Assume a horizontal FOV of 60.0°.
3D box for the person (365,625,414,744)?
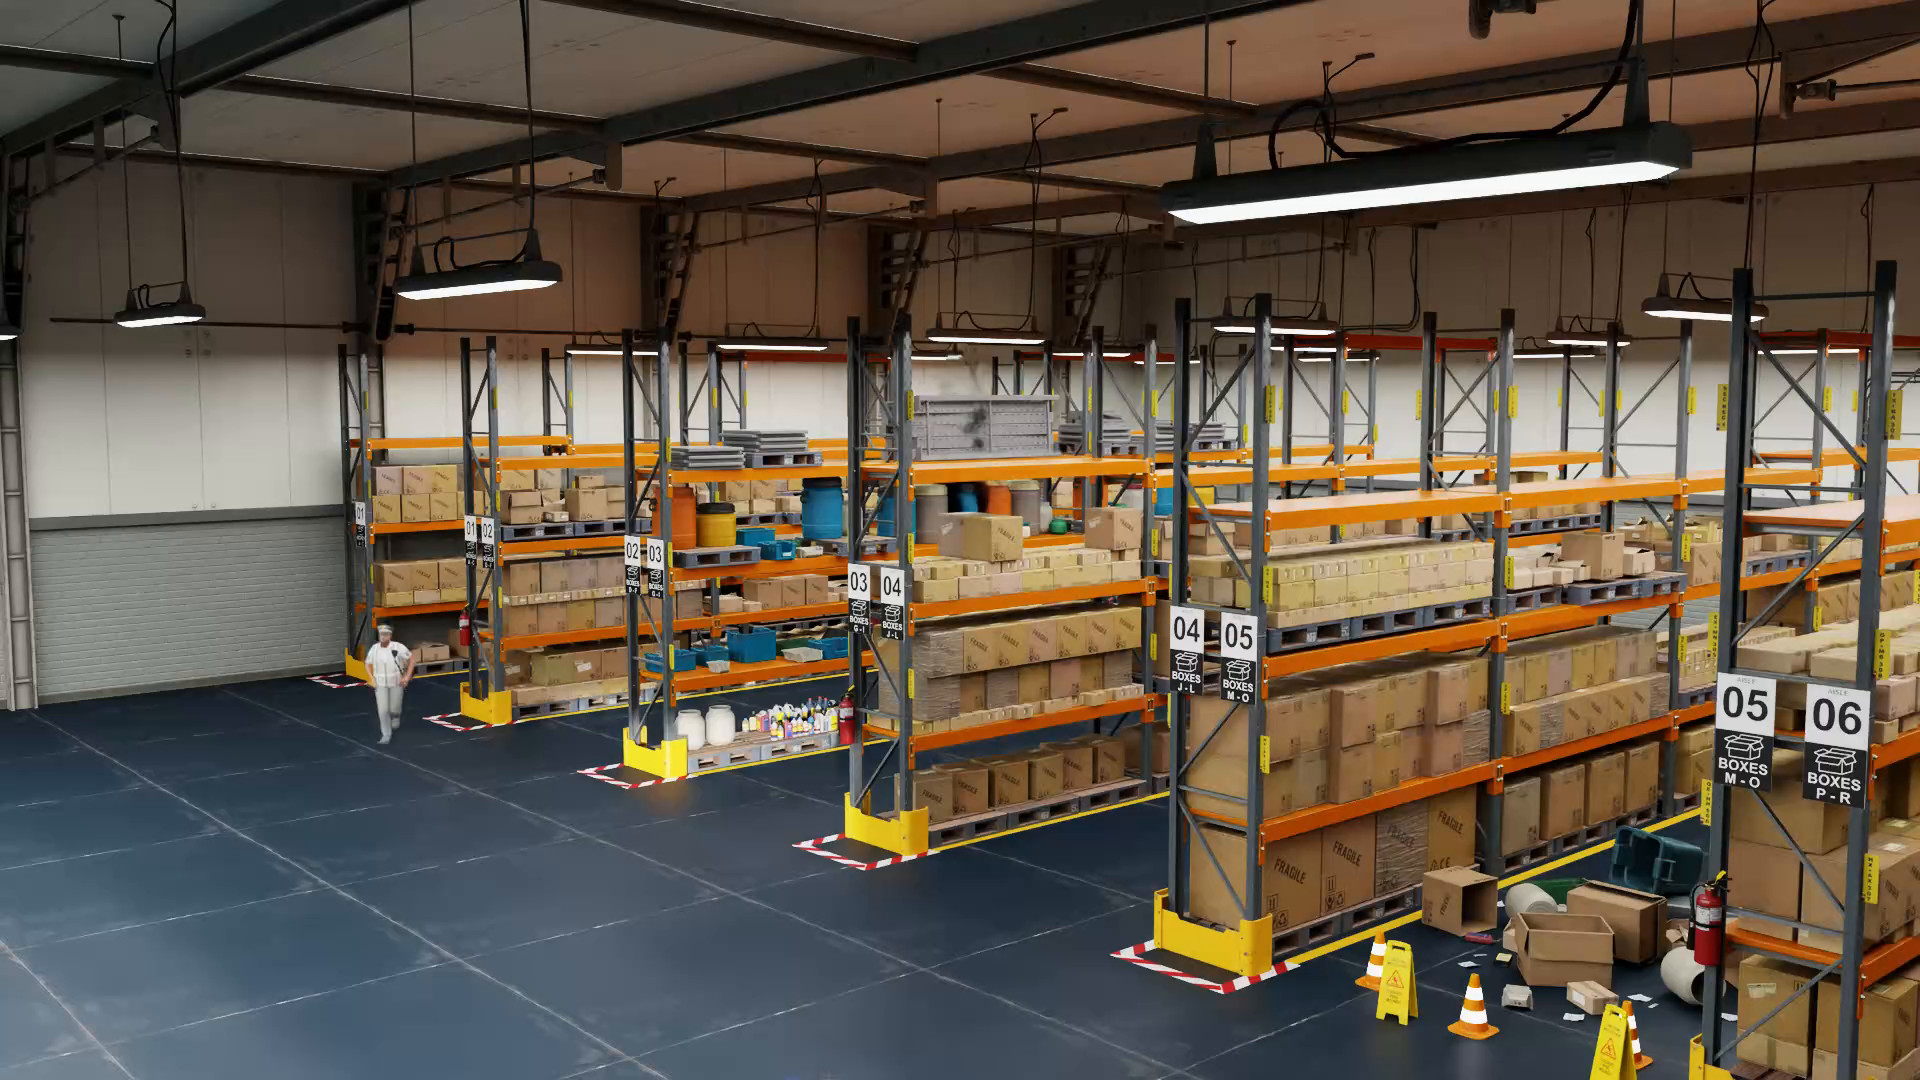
[{"bbox_3d":[-8.429,2.107,24.574,0.688,1.762,0.659,-1,5,-10],"label":"person"}]
